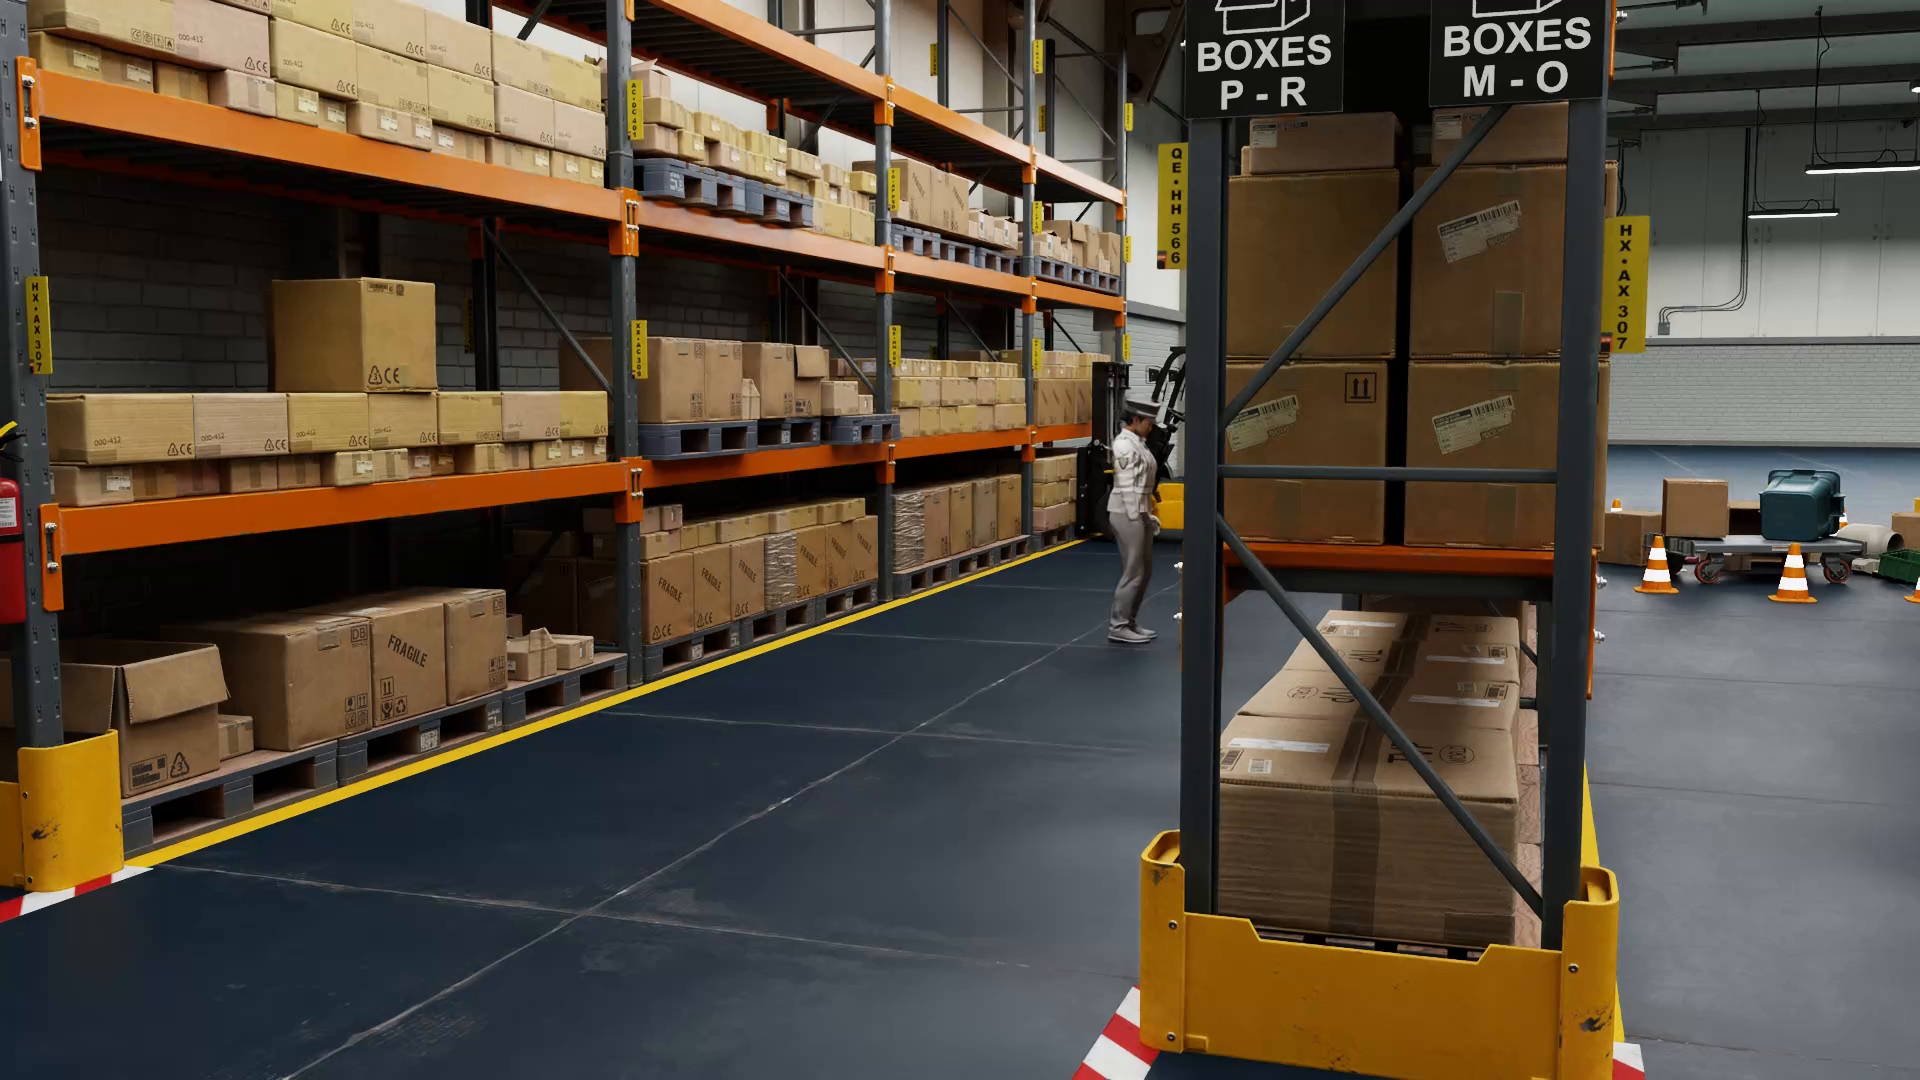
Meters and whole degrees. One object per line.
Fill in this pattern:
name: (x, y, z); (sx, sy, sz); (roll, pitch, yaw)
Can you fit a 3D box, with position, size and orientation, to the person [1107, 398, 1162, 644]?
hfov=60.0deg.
person: (1.189, -0.139, 11.325); (0.352, 1.657, 0.479); (2, 6, 20)
